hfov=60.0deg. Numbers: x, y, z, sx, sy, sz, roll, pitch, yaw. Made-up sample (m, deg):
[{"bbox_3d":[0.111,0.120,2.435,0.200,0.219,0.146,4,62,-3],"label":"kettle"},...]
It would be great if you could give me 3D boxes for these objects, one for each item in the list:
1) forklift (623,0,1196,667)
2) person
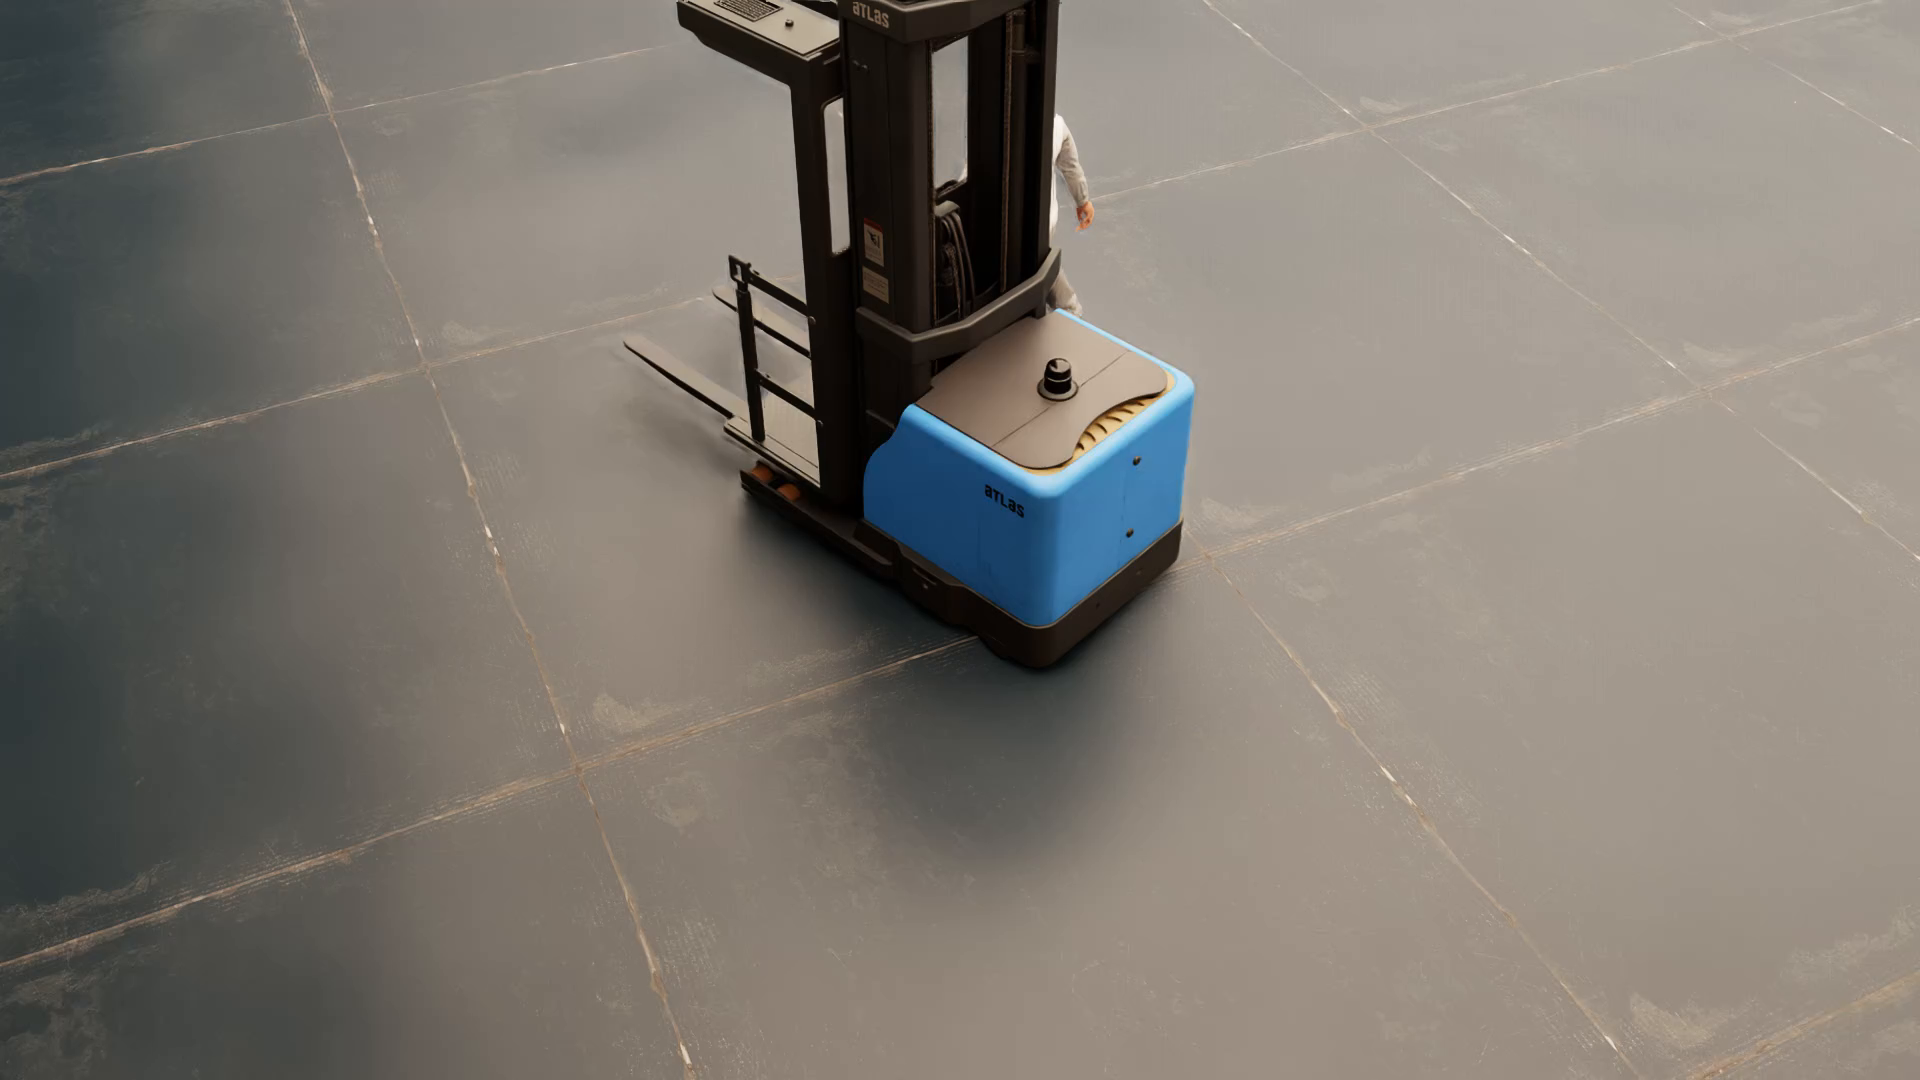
[{"bbox_3d":[-0.413,-1.408,7.189,3.031,2.935,1.130,32,52,30],"label":"forklift"},{"bbox_3d":[0.275,-1.625,8.341,1.072,1.711,0.502,-29,50,-27],"label":"person"}]
